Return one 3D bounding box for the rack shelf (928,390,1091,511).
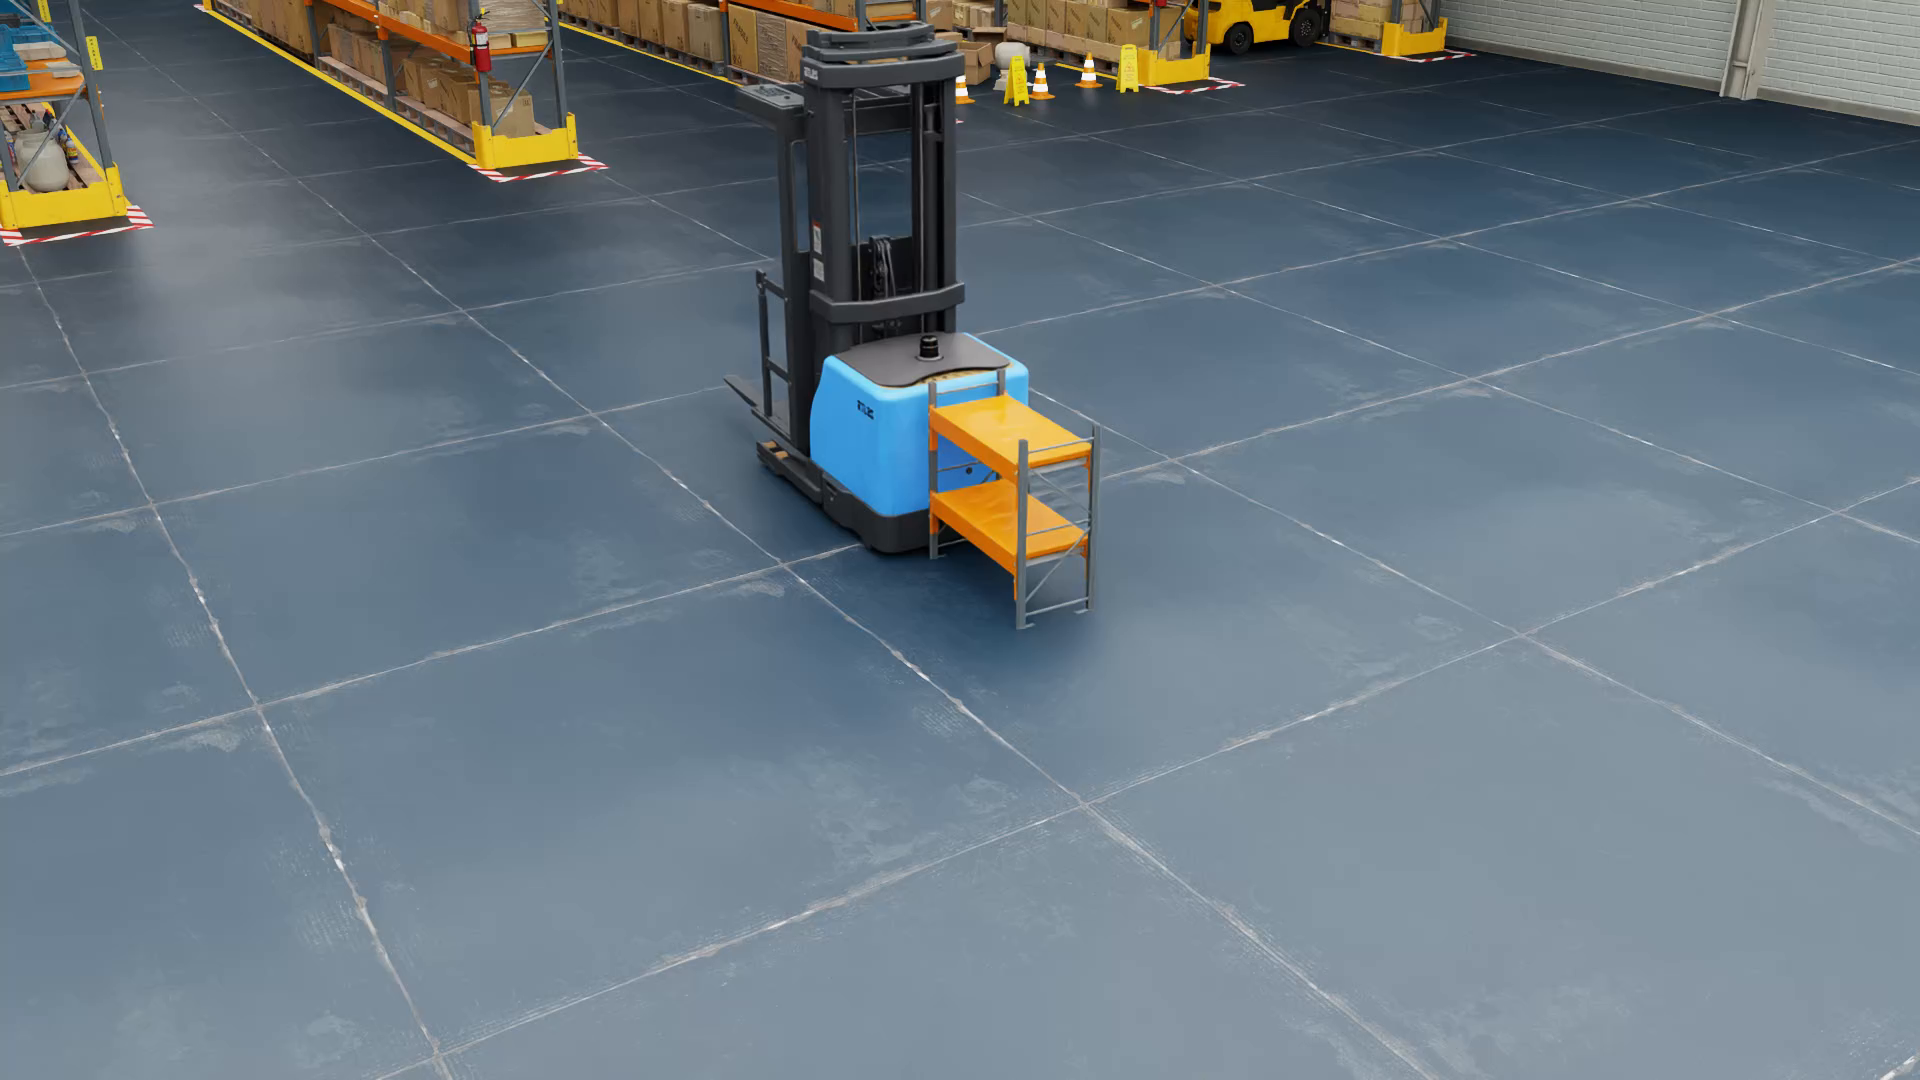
[{"bbox_3d":[0.288,-0.519,9.345,0.538,0.278,1.000,-13,28,-26],"label":"rack shelf"}]

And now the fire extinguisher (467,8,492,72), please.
[{"bbox_3d":[-5.427,-5.659,18.815,0.296,0.674,0.183,-16,29,-30],"label":"fire extinguisher"}]

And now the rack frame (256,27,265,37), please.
[{"bbox_3d":[-11.654,-10.135,28.205,1.000,3.000,0.127,-16,29,-30],"label":"rack frame"}]

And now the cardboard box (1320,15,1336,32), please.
[{"bbox_3d":[6.306,-8.712,27.921,0.500,0.250,0.500,-15,29,-29],"label":"cardboard box"}]

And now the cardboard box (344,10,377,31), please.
[{"bbox_3d":[-8.781,-7.692,24.564,0.500,0.250,0.500,-12,28,-24],"label":"cardboard box"}]

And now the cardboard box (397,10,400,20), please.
[{"bbox_3d":[-6.992,-6.750,21.330,0.380,0.149,0.250,-16,29,-30],"label":"cardboard box"}]

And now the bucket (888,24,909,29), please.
[{"bbox_3d":[-1.070,-8.089,25.925,0.726,0.611,0.620,-6,16,-12],"label":"bucket"}]

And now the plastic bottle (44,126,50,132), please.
[{"bbox_3d":[-10.566,-4.658,19.271,0.061,0.283,0.133,-16,29,-30],"label":"plastic bottle"}]

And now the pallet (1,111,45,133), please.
[{"bbox_3d":[-11.898,-5.130,20.870,1.003,0.211,1.213,-16,29,-30],"label":"pallet"}]

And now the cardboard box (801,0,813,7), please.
[{"bbox_3d":[-1.652,-7.574,22.604,0.875,0.550,0.550,-16,29,-30],"label":"cardboard box"}]

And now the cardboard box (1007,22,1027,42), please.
[{"bbox_3d":[1.112,-8.256,26.953,0.500,0.250,0.500,-17,30,-32],"label":"cardboard box"}]

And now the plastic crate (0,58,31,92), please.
[{"bbox_3d":[-9.777,-4.731,16.931,0.499,0.251,0.616,-16,29,-30],"label":"plastic crate"}]

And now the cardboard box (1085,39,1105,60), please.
[{"bbox_3d":[2.257,-7.512,25.379,0.500,0.250,0.500,-15,29,-29],"label":"cardboard box"}]

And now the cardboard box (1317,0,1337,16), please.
[{"bbox_3d":[6.265,-8.946,27.830,0.500,0.250,0.500,-16,30,-31],"label":"cardboard box"}]

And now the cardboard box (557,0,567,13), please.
[{"bbox_3d":[-6.972,-9.799,29.930,0.500,0.500,0.500,-14,29,-27],"label":"cardboard box"}]

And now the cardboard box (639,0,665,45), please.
[{"bbox_3d":[-4.522,-8.446,26.771,1.050,0.750,0.750,-15,29,-29],"label":"cardboard box"}]

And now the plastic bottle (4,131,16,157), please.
[{"bbox_3d":[-10.898,-4.525,18.997,0.152,0.276,0.135,-16,29,-30],"label":"plastic bottle"}]

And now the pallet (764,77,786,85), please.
[{"bbox_3d":[-2.056,-6.405,23.571,1.003,0.211,1.213,-16,29,-30],"label":"pallet"}]

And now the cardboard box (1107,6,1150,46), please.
[{"bbox_3d":[2.544,-7.664,24.821,0.500,0.500,0.500,-15,29,-29],"label":"cardboard box"}]

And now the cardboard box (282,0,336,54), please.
[{"bbox_3d":[-9.830,-8.185,26.072,1.225,0.875,0.875,-17,30,-32],"label":"cardboard box"}]

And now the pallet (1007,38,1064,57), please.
[{"bbox_3d":[1.413,-8.090,27.140,1.003,0.211,1.213,-16,29,-30],"label":"pallet"}]

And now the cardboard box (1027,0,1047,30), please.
[{"bbox_3d":[1.414,-8.406,26.393,0.500,0.500,0.500,-14,29,-28],"label":"cardboard box"}]

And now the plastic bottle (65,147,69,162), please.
[{"bbox_3d":[-10.038,-4.380,18.778,0.097,0.201,0.097,0,25,0],"label":"plastic bottle"}]

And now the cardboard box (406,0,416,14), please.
[{"bbox_3d":[-6.492,-6.935,20.962,0.875,0.500,0.500,-16,29,-30],"label":"cardboard box"}]

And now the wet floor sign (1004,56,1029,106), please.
[{"bbox_3d":[0.782,-6.349,22.943,0.267,0.644,0.232,-22,33,-38],"label":"wet floor sign"}]

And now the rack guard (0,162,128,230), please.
[{"bbox_3d":[-9.334,-3.574,17.236,1.175,0.500,0.348,-16,29,-30],"label":"rack guard"}]

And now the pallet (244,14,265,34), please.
[{"bbox_3d":[-12.004,-9.164,29.415,1.003,0.211,1.213,-16,29,-30],"label":"pallet"}]

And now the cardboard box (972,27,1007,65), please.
[{"bbox_3d":[0.461,-7.753,26.085,0.500,0.500,0.500,3,25,6],"label":"cardboard box"}]

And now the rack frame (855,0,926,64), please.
[{"bbox_3d":[-0.892,-6.963,21.485,1.000,3.000,0.127,-16,29,-30],"label":"rack frame"}]

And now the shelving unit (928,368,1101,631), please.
[{"bbox_3d":[0.288,-0.254,9.470,0.538,1.125,1.048,-13,28,-26],"label":"shelving unit"}]

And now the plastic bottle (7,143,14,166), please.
[{"bbox_3d":[-10.649,-4.335,18.587,0.061,0.283,0.133,-16,29,-30],"label":"plastic bottle"}]

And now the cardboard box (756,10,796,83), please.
[{"bbox_3d":[-2.296,-7.060,23.688,0.875,0.875,0.875,-15,29,-29],"label":"cardboard box"}]

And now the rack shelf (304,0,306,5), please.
[{"bbox_3d":[-10.562,-9.094,26.843,1.077,0.370,4.000,-16,29,-30],"label":"rack shelf"}]

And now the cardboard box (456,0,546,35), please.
[{"bbox_3d":[-5.380,-6.226,19.459,0.875,0.500,0.500,-16,29,-30],"label":"cardboard box"}]

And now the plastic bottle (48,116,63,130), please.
[{"bbox_3d":[-10.563,-4.773,19.435,0.144,0.351,0.185,-16,29,-30],"label":"plastic bottle"}]

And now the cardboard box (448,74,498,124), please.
[{"bbox_3d":[-6.111,-5.564,20.958,0.500,0.500,0.500,-13,28,-25],"label":"cardboard box"}]

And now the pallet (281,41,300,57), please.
[{"bbox_3d":[-10.500,-8.179,27.328,1.003,0.211,1.213,-16,29,-30],"label":"pallet"}]

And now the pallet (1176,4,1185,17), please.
[{"bbox_3d":[4.738,-9.735,30.623,1.003,0.211,1.213,-16,29,-30],"label":"pallet"}]

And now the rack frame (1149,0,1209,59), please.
[{"bbox_3d":[3.200,-8.152,24.005,1.000,3.000,0.127,-16,29,-30],"label":"rack frame"}]

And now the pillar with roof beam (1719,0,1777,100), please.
[{"bbox_3d":[7.400,-9.333,19.479,9.100,9.000,0.400,-16,29,-30],"label":"pillar with roof beam"}]

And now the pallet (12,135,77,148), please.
[{"bbox_3d":[-11.105,-4.608,19.765,1.003,0.211,1.213,-16,29,-30],"label":"pallet"}]

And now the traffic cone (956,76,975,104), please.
[{"bbox_3d":[0.008,-6.336,23.130,0.336,0.463,0.334,-16,29,-30],"label":"traffic cone"}]

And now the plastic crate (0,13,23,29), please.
[{"bbox_3d":[-11.257,-5.874,19.253,0.767,0.338,0.504,-16,29,-30],"label":"plastic crate"}]

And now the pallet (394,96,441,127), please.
[{"bbox_3d":[-6.891,-5.781,22.248,1.003,0.211,1.213,-16,29,-30],"label":"pallet"}]

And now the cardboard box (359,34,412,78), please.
[{"bbox_3d":[-8.154,-6.942,23.854,0.700,0.500,0.500,-18,31,-34],"label":"cardboard box"}]

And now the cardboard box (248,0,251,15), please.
[{"bbox_3d":[-11.947,-9.619,29.109,0.875,0.875,0.875,-16,29,-30],"label":"cardboard box"}]

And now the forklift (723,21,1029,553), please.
[{"bbox_3d":[-0.725,-1.840,10.714,1.130,2.935,3.031,-13,28,-26],"label":"forklift"}]

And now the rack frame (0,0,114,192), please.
[{"bbox_3d":[-9.253,-4.689,16.668,1.000,3.000,0.127,-16,29,-30],"label":"rack frame"}]

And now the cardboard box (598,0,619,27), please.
[{"bbox_3d":[-5.838,-9.058,28.360,0.500,0.500,0.500,-16,29,-30],"label":"cardboard box"}]

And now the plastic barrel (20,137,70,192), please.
[{"bbox_3d":[-9.676,-3.971,17.570,0.421,0.512,0.421,0,25,0],"label":"plastic barrel"}]

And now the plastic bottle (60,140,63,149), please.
[{"bbox_3d":[-10.277,-4.537,19.110,0.097,0.201,0.097,0,25,0],"label":"plastic bottle"}]

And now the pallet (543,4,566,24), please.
[{"bbox_3d":[-7.017,-9.716,30.583,1.003,0.211,1.213,-16,29,-30],"label":"pallet"}]

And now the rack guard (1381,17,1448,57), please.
[{"bbox_3d":[7.370,-8.171,26.974,1.175,0.500,0.348,-16,29,-30],"label":"rack guard"}]

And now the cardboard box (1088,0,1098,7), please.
[{"bbox_3d":[2.153,-8.163,25.119,0.380,0.149,0.250,-15,29,-29],"label":"cardboard box"}]

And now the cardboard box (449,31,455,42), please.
[{"bbox_3d":[-5.871,-6.043,19.832,0.380,0.149,0.250,-16,29,-30],"label":"cardboard box"}]
